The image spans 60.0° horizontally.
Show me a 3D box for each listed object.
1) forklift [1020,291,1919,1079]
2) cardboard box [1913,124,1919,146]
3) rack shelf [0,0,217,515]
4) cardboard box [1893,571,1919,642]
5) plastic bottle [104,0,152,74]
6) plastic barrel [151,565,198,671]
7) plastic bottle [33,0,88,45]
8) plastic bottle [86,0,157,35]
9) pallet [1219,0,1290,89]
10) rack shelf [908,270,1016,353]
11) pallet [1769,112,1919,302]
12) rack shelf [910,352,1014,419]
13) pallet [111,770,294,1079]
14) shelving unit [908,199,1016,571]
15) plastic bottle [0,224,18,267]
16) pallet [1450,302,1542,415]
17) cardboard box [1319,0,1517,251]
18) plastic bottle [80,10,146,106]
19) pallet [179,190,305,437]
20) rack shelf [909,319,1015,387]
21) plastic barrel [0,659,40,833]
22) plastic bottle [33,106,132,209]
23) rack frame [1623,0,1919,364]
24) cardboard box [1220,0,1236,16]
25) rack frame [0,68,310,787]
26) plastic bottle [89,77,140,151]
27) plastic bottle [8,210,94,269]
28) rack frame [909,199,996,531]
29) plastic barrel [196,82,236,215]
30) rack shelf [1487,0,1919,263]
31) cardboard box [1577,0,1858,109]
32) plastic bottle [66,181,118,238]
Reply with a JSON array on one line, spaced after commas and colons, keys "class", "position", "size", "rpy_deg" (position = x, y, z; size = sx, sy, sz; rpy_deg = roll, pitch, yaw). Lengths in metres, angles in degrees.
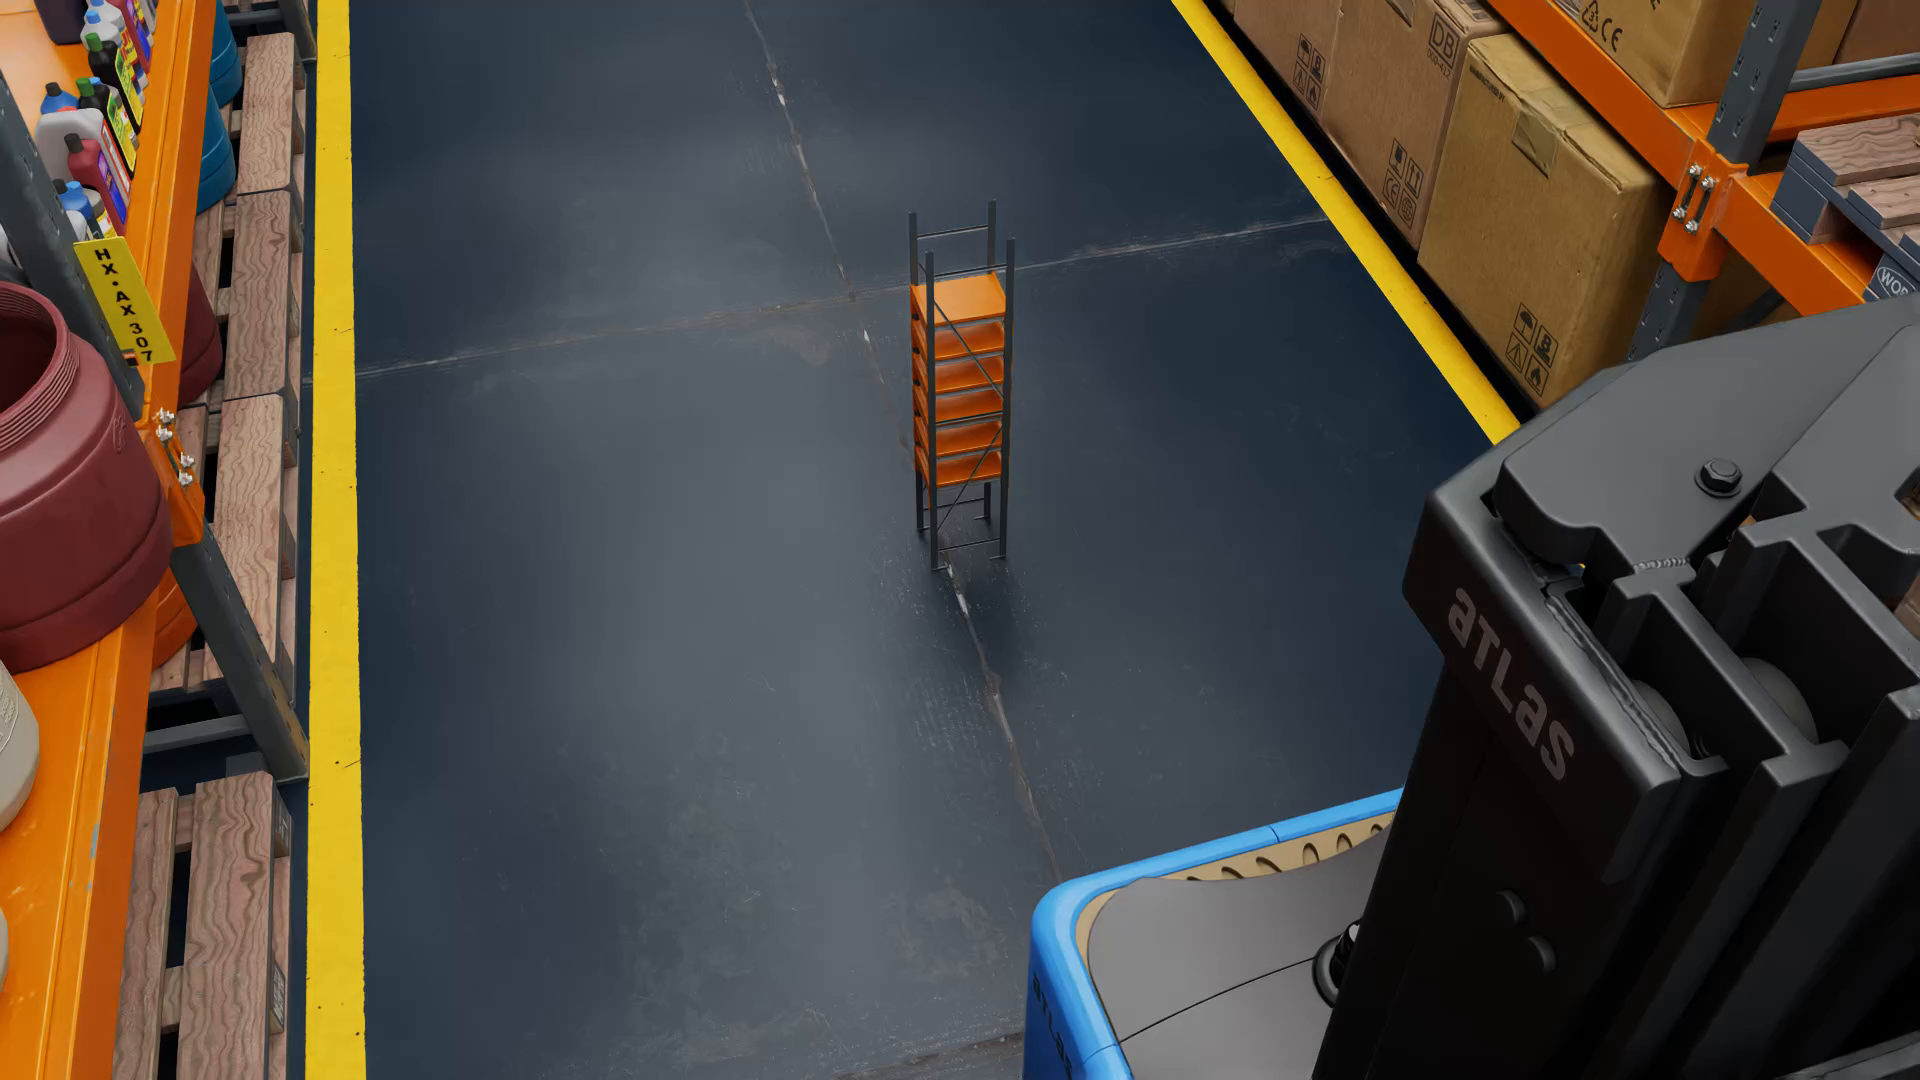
[{"class": "forklift", "position": [1.049, 1.282, 1.942], "size": [1.130, 2.935, 3.031], "rpy_deg": [-13, 47, -12]}, {"class": "cardboard box", "position": [2.667, -1.061, 3.825], "size": [0.500, 0.500, 0.500], "rpy_deg": [-16, 48, -15]}, {"class": "rack shelf", "position": [-2.810, -1.468, 5.092], "size": [1.077, 0.370, 4.000], "rpy_deg": [-11, 47, -10]}, {"class": "cardboard box", "position": [2.835, 0.316, 4.282], "size": [0.700, 0.500, 0.500], "rpy_deg": [-14, 47, -14]}, {"class": "plastic bottle", "position": [-2.348, -1.462, 4.664], "size": [0.061, 0.283, 0.133], "rpy_deg": [-11, 47, -10]}, {"class": "plastic barrel", "position": [-2.440, -0.061, 4.435], "size": [0.600, 0.830, 0.708], "rpy_deg": [-11, 47, -10]}, {"class": "plastic bottle", "position": [-2.601, -1.627, 4.779], "size": [0.144, 0.351, 0.185], "rpy_deg": [-11, 47, -10]}, {"class": "plastic bottle", "position": [-2.451, -1.610, 4.815], "size": [0.152, 0.276, 0.135], "rpy_deg": [-11, 47, -10]}, {"class": "pallet", "position": [1.736, -2.511, 7.563], "size": [1.003, 0.211, 1.213], "rpy_deg": [-11, 47, -10]}, {"class": "rack shelf", "position": [0.004, -0.631, 4.586], "size": [0.258, 0.103, 0.180], "rpy_deg": [-11, 47, -10]}, {"class": "pallet", "position": [2.775, -0.704, 3.974], "size": [1.213, 0.211, 1.003], "rpy_deg": [-11, 47, -10]}, {"class": "rack shelf", "position": [0.004, -0.463, 4.758], "size": [0.258, 0.103, 0.180], "rpy_deg": [-11, 47, -10]}, {"class": "pallet", "position": [-2.137, 1.179, 3.946], "size": [1.003, 0.211, 1.213], "rpy_deg": [-11, 47, -10]}, {"class": "shelving unit", "position": [0.004, -0.410, 4.812], "size": [0.258, 1.200, 0.189], "rpy_deg": [-11, 47, -10]}, {"class": "plastic bottle", "position": [-2.243, -0.625, 3.849], "size": [0.152, 0.276, 0.135], "rpy_deg": [-11, 47, -10]}, {"class": "pallet", "position": [2.361, -0.826, 5.912], "size": [1.003, 0.211, 1.213], "rpy_deg": [-11, 47, -10]}, {"class": "cardboard box", "position": [2.112, -1.745, 6.053], "size": [1.225, 0.875, 0.875], "rpy_deg": [-11, 47, -10]}, {"class": "plastic bottle", "position": [-2.311, -1.307, 4.521], "size": [0.097, 0.271, 0.097], "rpy_deg": [0, 46, 0]}, {"class": "pallet", "position": [-2.849, -0.740, 5.827], "size": [1.003, 0.211, 1.213], "rpy_deg": [-11, 47, -10]}, {"class": "rack shelf", "position": [0.004, -0.547, 4.672], "size": [0.258, 0.103, 0.180], "rpy_deg": [-11, 47, -10]}, {"class": "plastic barrel", "position": [-1.828, 0.294, 2.784], "size": [0.421, 0.512, 0.421], "rpy_deg": [0, 46, 0]}, {"class": "plastic bottle", "position": [-2.215, -0.972, 4.190], "size": [0.152, 0.276, 0.135], "rpy_deg": [-11, 47, -10]}, {"class": "rack frame", "position": [2.490, -1.244, 4.369], "size": [1.000, 3.000, 0.127], "rpy_deg": [-11, 47, -10]}, {"class": "cardboard box", "position": [1.649, -2.971, 7.255], "size": [1.225, 0.875, 0.875], "rpy_deg": [-11, 47, -10]}, {"class": "rack frame", "position": [-2.298, -0.339, 3.482], "size": [1.000, 3.000, 0.127], "rpy_deg": [-11, 47, -10]}, {"class": "plastic bottle", "position": [-2.252, -1.123, 4.390], "size": [0.097, 0.201, 0.097], "rpy_deg": [0, 46, 0]}, {"class": "plastic bottle", "position": [-2.096, -0.653, 3.877], "size": [0.152, 0.276, 0.135], "rpy_deg": [-11, 47, -10]}, {"class": "rack frame", "position": [-0.020, -0.473, 4.874], "size": [0.240, 1.200, 0.006], "rpy_deg": [-11, 47, -10]}, {"class": "plastic barrel", "position": [-3.018, -1.645, 5.937], "size": [0.600, 0.901, 0.708], "rpy_deg": [-11, 47, -10]}, {"class": "rack shelf", "position": [1.978, -2.373, 5.979], "size": [1.077, 0.370, 4.000], "rpy_deg": [-11, 47, -10]}, {"class": "cardboard box", "position": [2.124, -1.574, 4.623], "size": [0.500, 0.500, 0.500], "rpy_deg": [-9, 46, -9]}, {"class": "plastic bottle", "position": [-2.125, -0.779, 4.052], "size": [0.097, 0.201, 0.097], "rpy_deg": [0, 46, 0]}]
